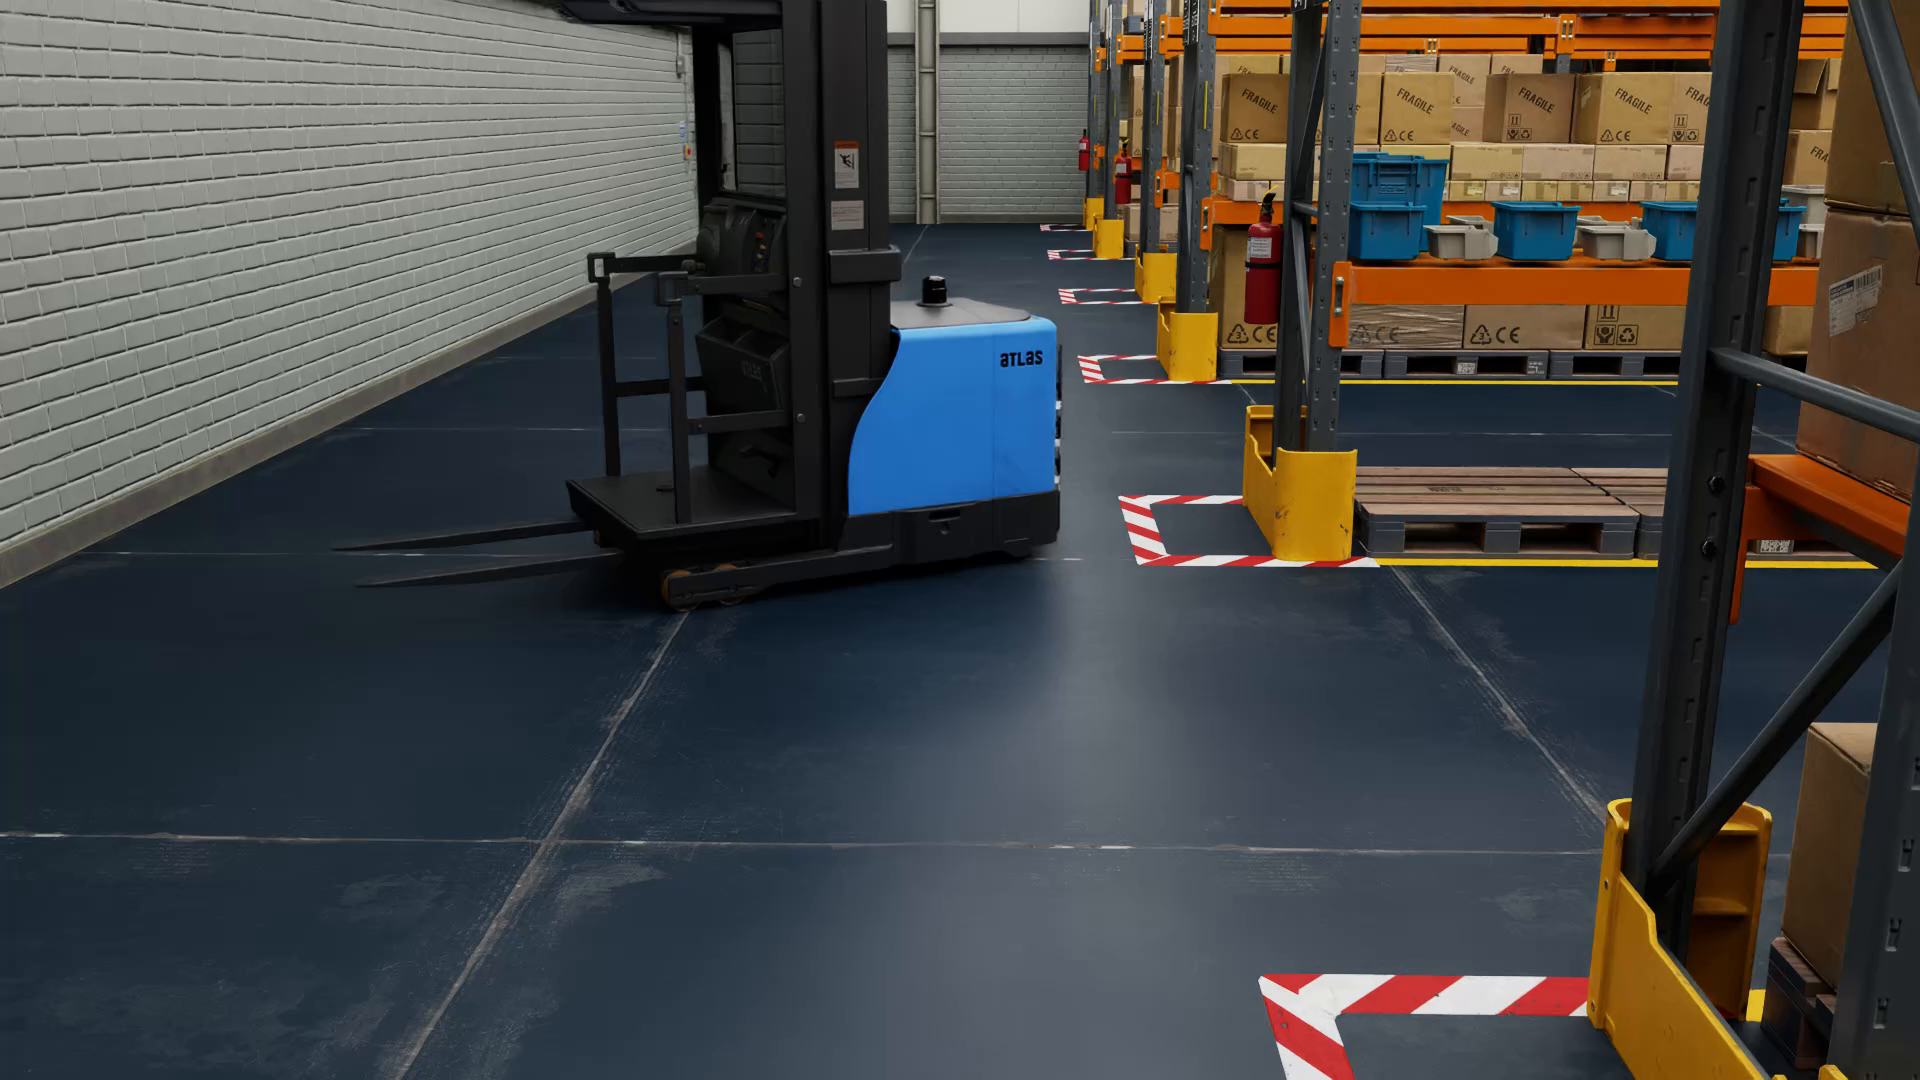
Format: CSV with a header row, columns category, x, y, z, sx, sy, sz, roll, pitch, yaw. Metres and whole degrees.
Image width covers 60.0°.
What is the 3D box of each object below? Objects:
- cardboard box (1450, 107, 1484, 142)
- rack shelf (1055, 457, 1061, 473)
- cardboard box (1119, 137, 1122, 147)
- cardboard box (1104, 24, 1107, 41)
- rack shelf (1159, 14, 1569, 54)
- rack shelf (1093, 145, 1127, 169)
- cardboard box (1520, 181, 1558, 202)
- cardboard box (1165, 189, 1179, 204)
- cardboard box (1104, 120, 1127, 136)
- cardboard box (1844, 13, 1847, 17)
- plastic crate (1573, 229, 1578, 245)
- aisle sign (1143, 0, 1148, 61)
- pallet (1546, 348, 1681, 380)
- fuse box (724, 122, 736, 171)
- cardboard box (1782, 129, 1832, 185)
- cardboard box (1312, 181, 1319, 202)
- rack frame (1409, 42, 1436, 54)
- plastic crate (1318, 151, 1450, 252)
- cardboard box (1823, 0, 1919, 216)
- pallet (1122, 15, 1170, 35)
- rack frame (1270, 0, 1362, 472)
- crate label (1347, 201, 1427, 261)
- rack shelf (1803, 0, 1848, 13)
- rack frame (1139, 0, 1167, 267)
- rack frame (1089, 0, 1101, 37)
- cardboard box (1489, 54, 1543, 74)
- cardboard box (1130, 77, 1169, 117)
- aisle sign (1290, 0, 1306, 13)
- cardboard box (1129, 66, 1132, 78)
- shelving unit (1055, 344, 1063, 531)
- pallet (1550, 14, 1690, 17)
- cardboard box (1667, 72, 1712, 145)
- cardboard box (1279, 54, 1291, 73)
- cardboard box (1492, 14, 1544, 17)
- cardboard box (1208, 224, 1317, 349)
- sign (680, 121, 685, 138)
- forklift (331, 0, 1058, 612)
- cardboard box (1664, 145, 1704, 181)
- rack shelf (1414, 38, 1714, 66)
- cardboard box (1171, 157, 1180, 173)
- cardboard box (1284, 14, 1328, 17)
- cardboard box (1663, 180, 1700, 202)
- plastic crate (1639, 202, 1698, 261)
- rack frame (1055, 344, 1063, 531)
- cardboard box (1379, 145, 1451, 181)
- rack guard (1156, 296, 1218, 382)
category,x,y,z,sx,sy,sz,roll,pitch,yaw
cardboard box,4.976,-4.134,16.849,0.500,0.500,0.500,0,15,0
rack shelf,0.331,-0.373,7.973,0.200,0.077,0.258,-8,17,-27
cardboard box,2.457,-6.368,26.589,0.250,0.149,0.380,0,15,1
cardboard box,2.587,-8.150,26.681,0.500,0.250,0.500,0,15,0
rack shelf,3.987,-5.122,16.905,4.000,0.370,1.077,0,15,1
rack shelf,4.135,-6.201,26.873,4.000,0.370,1.077,0,15,1
cardboard box,4.161,-2.548,12.109,0.250,0.149,0.380,0,15,1
cardboard box,3.598,-5.512,26.930,0.500,0.500,0.700,1,15,4
cardboard box,2.602,-6.698,27.057,0.500,0.250,0.500,1,15,3
cardboard box,8.907,-5.418,16.421,0.500,0.500,0.500,0,15,1
plastic crate,2.742,-1.442,7.826,0.243,0.136,0.396,0,15,1
aisle sign,1.922,-5.367,17.205,0.004,0.787,0.394,0,15,1
pallet,5.000,-1.419,12.805,1.213,0.211,1.003,0,15,1
fuse box,-3.425,-5.238,24.340,0.414,1.711,0.539,0,15,1
cardboard box,6.212,-2.724,12.089,0.500,0.500,0.500,0,15,2
cardboard box,2.619,-2.558,12.147,0.250,0.149,0.380,0,15,0
rack frame,6.012,-5.270,21.934,0.127,3.000,1.000,0,15,1
plastic crate,1.973,-1.597,7.826,0.499,0.435,0.616,0,15,1
cardboard box,1.955,-0.841,2.993,0.500,0.500,0.500,0,15,1
pallet,2.755,-6.701,21.653,1.213,0.211,1.003,0,15,1
rack frame,1.633,-1.505,7.666,0.127,3.000,1.000,0,15,1
crate label,1.872,-1.368,7.355,0.303,0.233,0.416,0,15,1
rack shelf,7.758,-3.832,12.014,4.000,0.370,1.077,0,15,1
rack frame,1.987,-4.033,17.245,0.127,3.000,1.000,0,15,1
rack frame,2.136,-9.462,26.065,0.127,3.000,1.000,0,15,1
cardboard box,5.509,-4.616,16.718,0.500,0.500,0.500,0,15,-1
cardboard box,2.485,-5.752,21.605,0.500,0.500,0.500,0,15,0
aisle sign,1.569,-2.838,7.619,0.004,0.787,0.394,0,15,1
cardboard box,2.377,-6.190,21.994,0.250,0.149,0.380,1,15,2
shelving unit,0.331,-0.492,7.942,0.210,0.900,0.258,-8,17,-27
pallet,6.601,-5.335,16.670,1.003,0.211,1.213,0,15,1
cardboard box,5.292,-3.111,11.993,0.500,0.500,0.500,1,15,3
cardboard box,3.453,-4.627,16.759,0.500,0.500,0.500,0,15,0
cardboard box,5.489,-5.319,16.534,0.500,0.250,0.500,1,15,3
cardboard box,2.402,-1.960,12.732,0.875,0.875,0.875,0,15,1
sign,-3.687,-5.445,22.069,0.001,0.218,0.327,0,15,1
forklift,-1.106,-1.281,6.948,3.031,2.935,1.130,-8,17,-27
cardboard box,5.310,-2.750,12.093,0.500,0.250,0.500,0,15,0
rack shelf,8.011,-6.359,21.593,4.000,0.370,1.077,0,15,1
cardboard box,2.303,-3.826,16.952,0.250,0.149,0.380,0,15,1
cardboard box,3.471,-5.338,16.606,0.500,0.250,0.500,0,15,0
cardboard box,5.187,-2.541,12.084,0.250,0.149,0.380,1,15,3
plastic crate,3.188,-1.359,7.323,0.300,0.233,0.416,0,15,1
rack frame,0.421,-0.504,7.987,0.006,0.900,0.240,-8,17,-27
cardboard box,3.255,-2.762,12.139,0.500,0.250,0.500,0,15,0
rack guard,1.736,-1.560,12.773,0.348,0.500,1.175,0,15,1
